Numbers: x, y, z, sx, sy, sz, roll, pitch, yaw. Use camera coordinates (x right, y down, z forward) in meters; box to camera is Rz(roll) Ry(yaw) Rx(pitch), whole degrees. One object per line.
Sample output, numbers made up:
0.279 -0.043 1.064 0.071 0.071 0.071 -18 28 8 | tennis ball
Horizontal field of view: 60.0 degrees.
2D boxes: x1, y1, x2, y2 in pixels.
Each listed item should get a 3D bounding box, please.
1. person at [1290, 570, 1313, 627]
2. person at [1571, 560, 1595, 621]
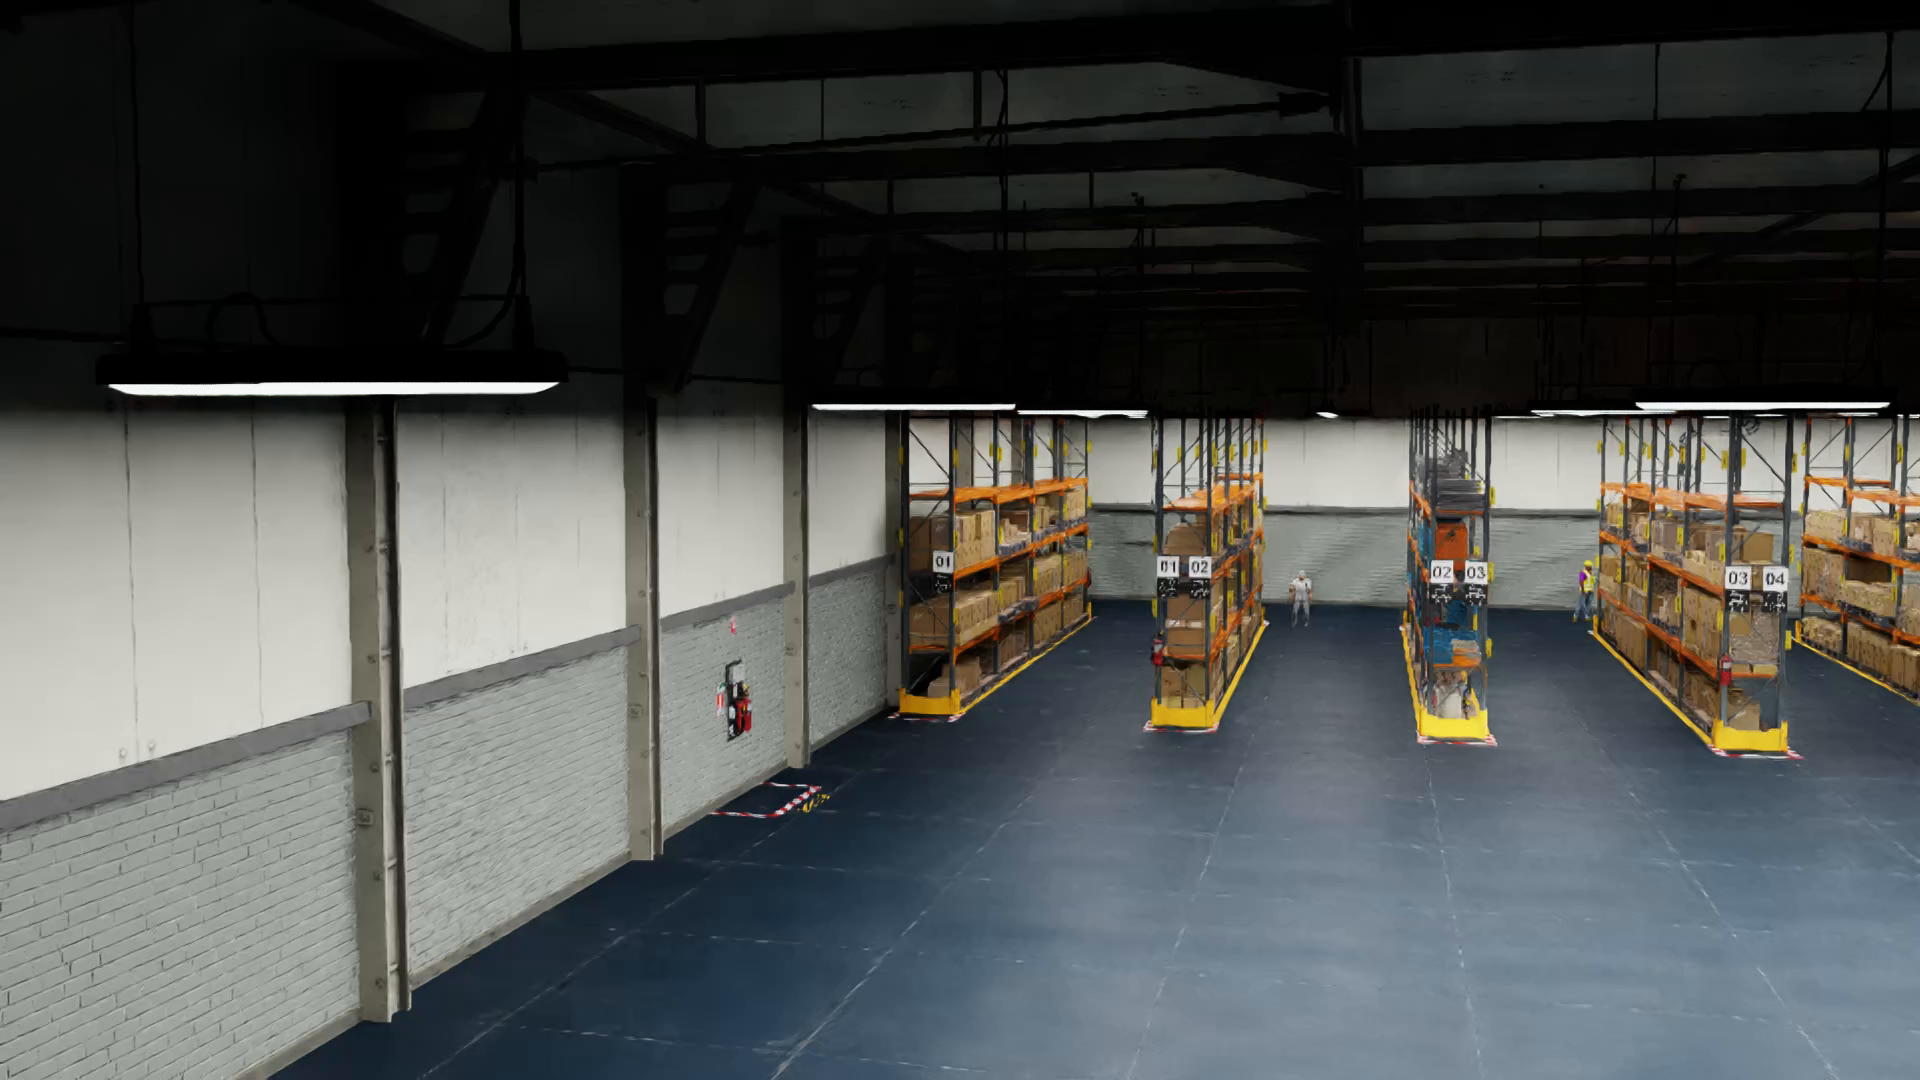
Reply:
9.447 1.628 46.033 0.625 1.607 0.575 1 4 11 | person
17.803 1.443 47.463 0.714 1.766 0.473 -3 5 -36 | person
